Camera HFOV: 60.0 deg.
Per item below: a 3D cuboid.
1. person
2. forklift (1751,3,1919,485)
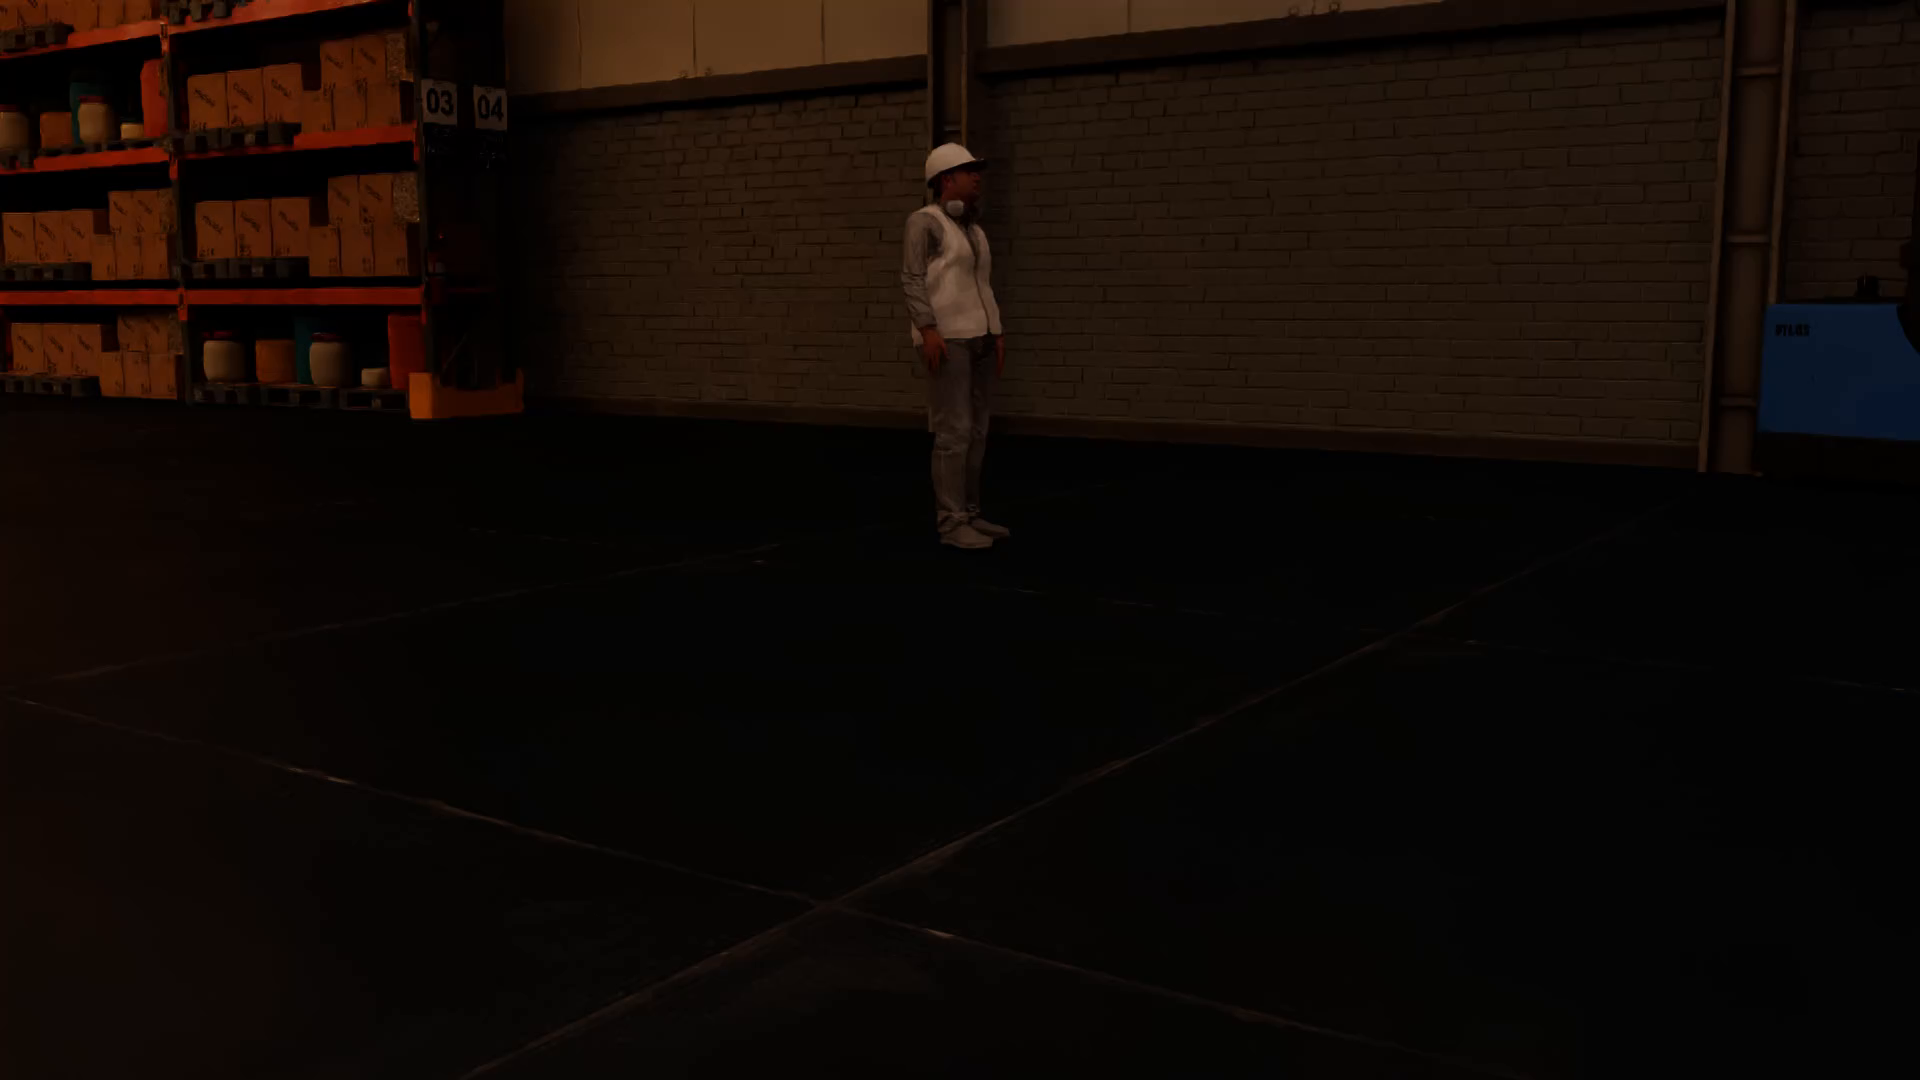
[{"bbox_3d":[0.047,-0.880,7.437,0.567,1.773,0.632,5,10,34],"label":"person"},{"bbox_3d":[6.069,-1.676,8.982,1.130,2.935,3.031,-6,10,-36],"label":"forklift"}]
